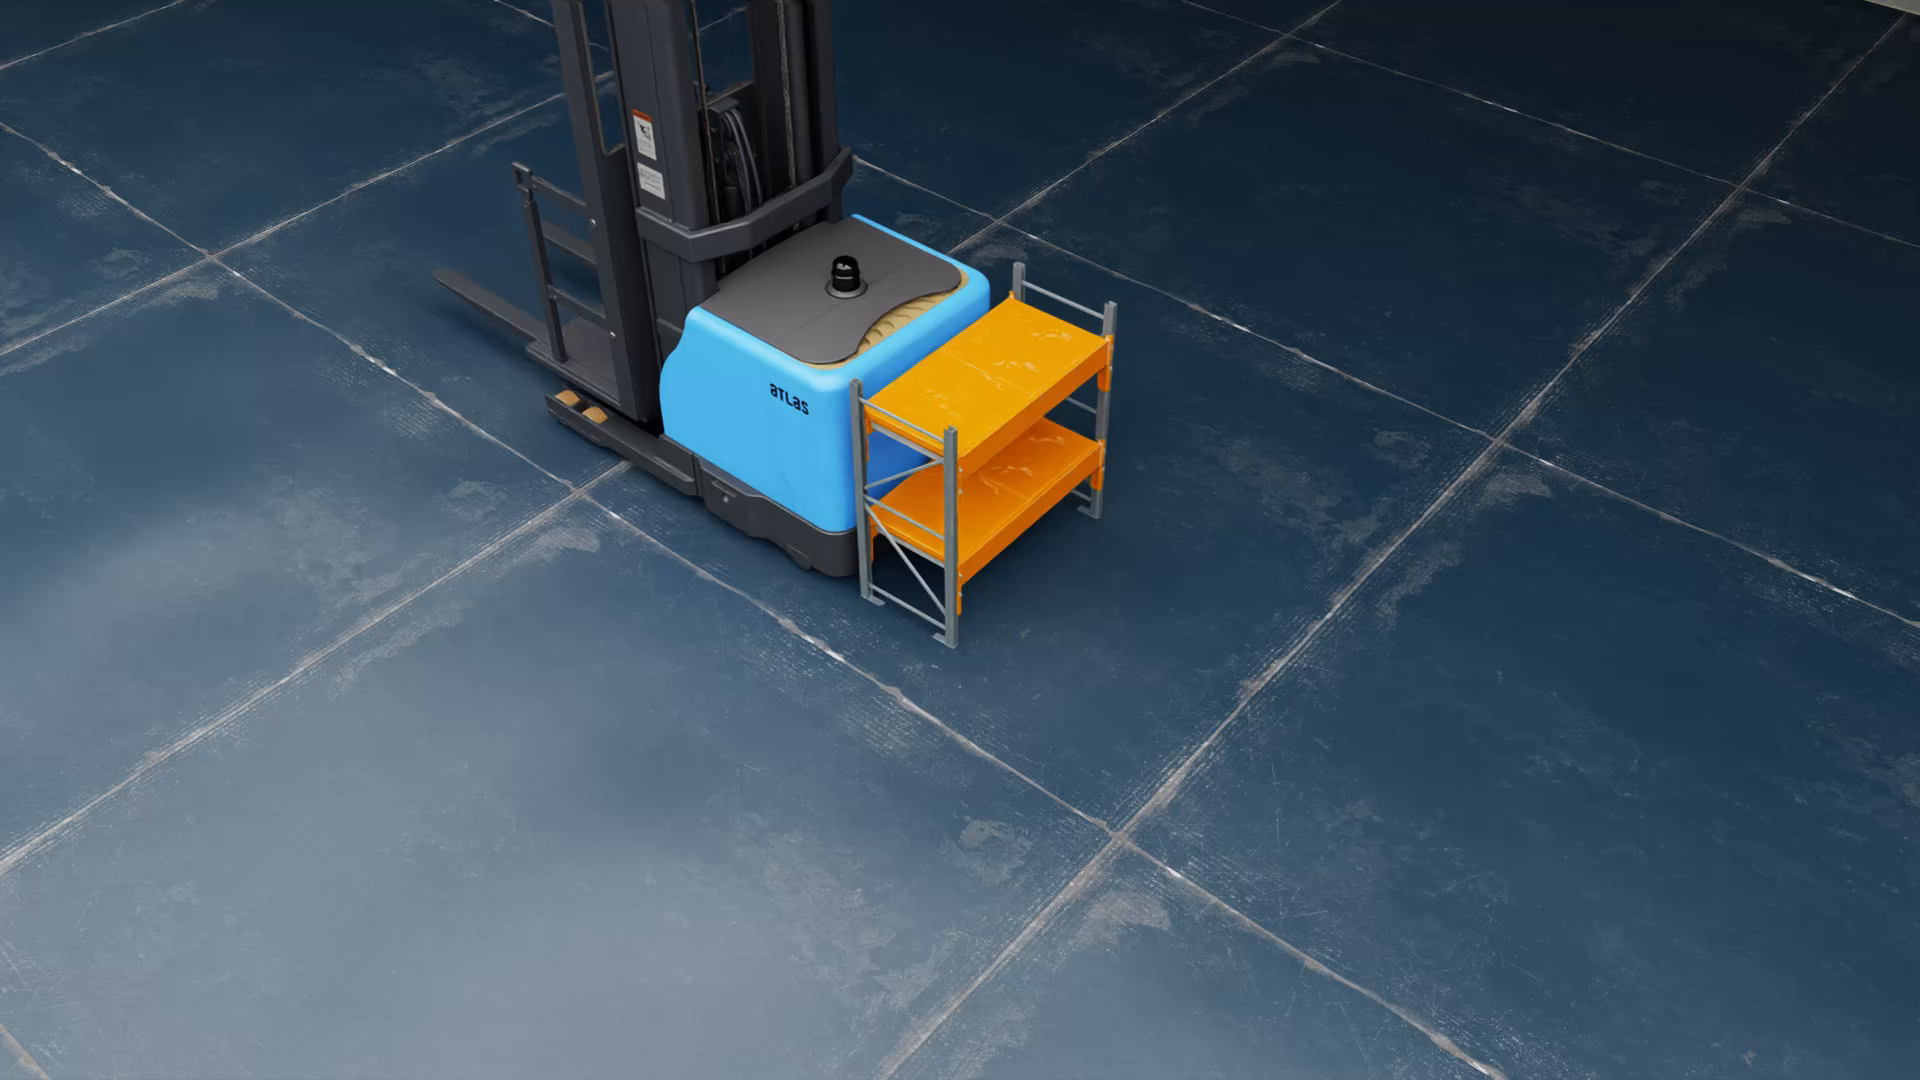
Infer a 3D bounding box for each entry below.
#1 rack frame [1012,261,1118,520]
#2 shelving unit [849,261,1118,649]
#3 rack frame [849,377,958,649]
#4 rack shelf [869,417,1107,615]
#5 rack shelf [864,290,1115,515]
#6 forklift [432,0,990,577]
[{"bbox_3d":[0.422,-0.618,7.094,0.500,1.125,0.032,28,49,27],"label":"rack frame"},{"bbox_3d":[0.105,-0.351,6.800,0.538,1.125,1.048,28,49,27],"label":"shelving unit"},{"bbox_3d":[-0.212,-0.084,6.506,0.500,1.125,0.032,28,49,27],"label":"rack frame"},{"bbox_3d":[0.105,-0.170,6.964,0.538,0.278,1.000,28,49,27],"label":"rack shelf"},{"bbox_3d":[0.105,-0.568,6.603,0.538,0.278,1.000,28,49,27],"label":"rack shelf"},{"bbox_3d":[-1.307,-1.778,7.027,3.031,2.935,1.130,30,50,29],"label":"forklift"}]
